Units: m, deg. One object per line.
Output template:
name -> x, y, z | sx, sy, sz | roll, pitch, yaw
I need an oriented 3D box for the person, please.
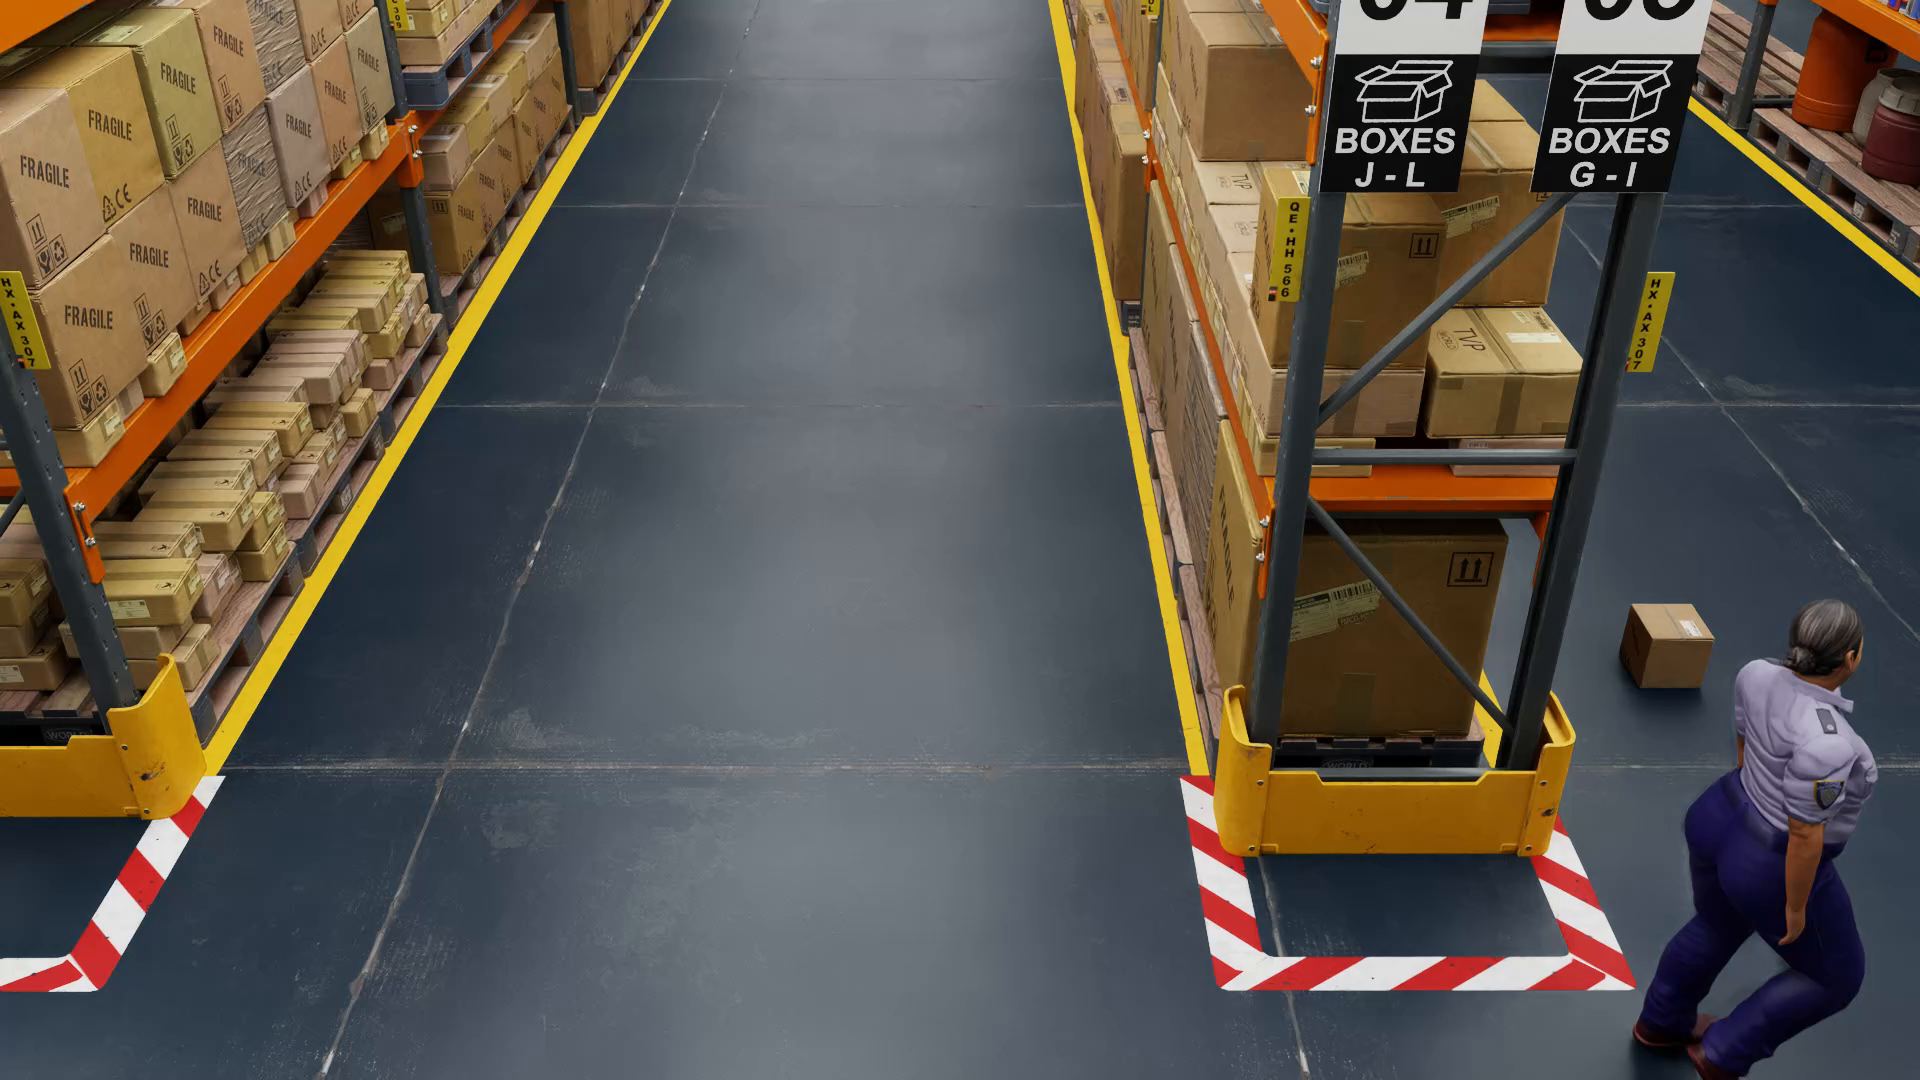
person -> 2.307, 0.905, 4.700 | 0.432, 1.653, 0.527 | -3, 32, -5
